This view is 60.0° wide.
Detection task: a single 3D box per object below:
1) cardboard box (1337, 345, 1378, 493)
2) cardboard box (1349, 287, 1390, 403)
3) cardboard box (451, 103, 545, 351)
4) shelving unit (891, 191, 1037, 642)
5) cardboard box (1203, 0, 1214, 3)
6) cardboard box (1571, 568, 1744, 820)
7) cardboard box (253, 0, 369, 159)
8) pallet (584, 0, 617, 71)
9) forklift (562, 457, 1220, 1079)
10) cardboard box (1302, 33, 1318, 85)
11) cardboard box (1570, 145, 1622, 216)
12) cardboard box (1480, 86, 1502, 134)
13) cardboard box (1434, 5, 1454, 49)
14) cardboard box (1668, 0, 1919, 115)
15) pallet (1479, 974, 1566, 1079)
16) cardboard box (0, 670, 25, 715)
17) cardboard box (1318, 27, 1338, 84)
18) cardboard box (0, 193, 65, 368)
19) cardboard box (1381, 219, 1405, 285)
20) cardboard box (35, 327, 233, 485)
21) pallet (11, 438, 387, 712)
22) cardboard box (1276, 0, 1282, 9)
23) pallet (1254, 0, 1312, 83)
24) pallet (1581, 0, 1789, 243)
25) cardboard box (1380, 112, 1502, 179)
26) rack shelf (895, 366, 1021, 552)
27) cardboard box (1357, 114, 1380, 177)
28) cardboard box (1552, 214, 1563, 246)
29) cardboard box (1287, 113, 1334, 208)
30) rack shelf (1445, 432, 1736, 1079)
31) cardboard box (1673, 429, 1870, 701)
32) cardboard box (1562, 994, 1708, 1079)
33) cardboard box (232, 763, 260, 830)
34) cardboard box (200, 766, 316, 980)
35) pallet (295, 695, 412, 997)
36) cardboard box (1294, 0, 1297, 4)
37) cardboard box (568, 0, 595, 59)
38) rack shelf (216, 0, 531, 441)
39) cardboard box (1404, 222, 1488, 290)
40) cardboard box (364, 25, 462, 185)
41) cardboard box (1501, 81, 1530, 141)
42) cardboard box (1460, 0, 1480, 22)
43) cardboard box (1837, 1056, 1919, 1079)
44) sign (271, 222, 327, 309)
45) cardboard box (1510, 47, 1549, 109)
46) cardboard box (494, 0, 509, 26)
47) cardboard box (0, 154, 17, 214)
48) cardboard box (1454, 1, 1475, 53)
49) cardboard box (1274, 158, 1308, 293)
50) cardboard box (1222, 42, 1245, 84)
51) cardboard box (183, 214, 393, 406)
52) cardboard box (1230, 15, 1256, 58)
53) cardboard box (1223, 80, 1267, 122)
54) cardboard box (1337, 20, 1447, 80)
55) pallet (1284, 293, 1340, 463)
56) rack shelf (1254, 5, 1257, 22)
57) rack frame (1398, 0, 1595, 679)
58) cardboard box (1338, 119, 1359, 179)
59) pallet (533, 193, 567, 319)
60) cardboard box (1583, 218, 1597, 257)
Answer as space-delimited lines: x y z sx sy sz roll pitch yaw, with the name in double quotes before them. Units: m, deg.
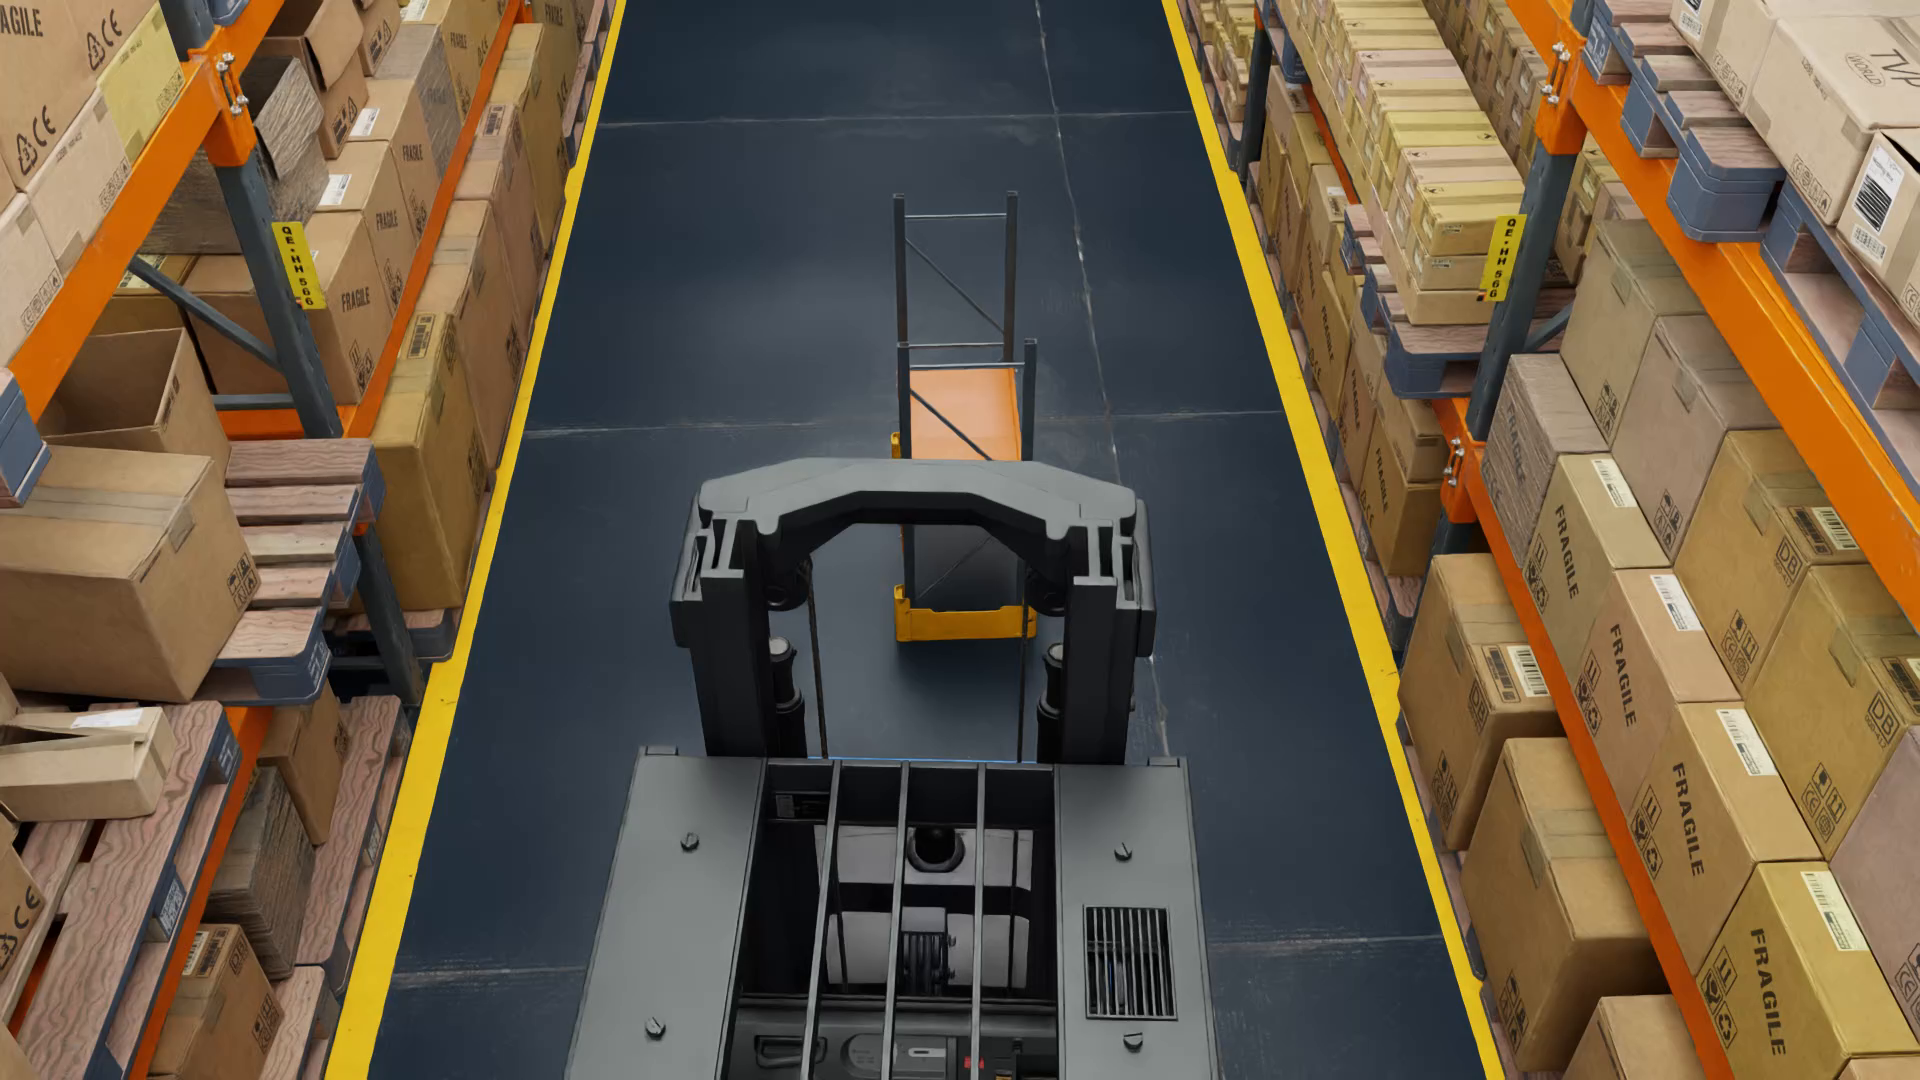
"cardboard box" 1.987 -0.554 7.323 0.500 0.500 0.500 0 43 0
"cardboard box" 1.971 -0.838 7.078 0.500 0.250 0.500 -1 43 -1
"cardboard box" -2.750 -1.496 8.074 1.225 0.875 0.875 -3 43 -3
"shelving unit" 0.003 -0.501 6.837 0.587 1.500 1.083 -2 43 -2
"cardboard box" 1.779 -3.469 10.763 0.380 0.149 0.250 -1 43 -1
"cardboard box" 2.089 0.425 4.643 0.500 0.500 0.500 -2 43 -2
"cardboard box" -2.706 -1.800 6.327 0.797 0.503 0.637 -1 43 -1
"pallet" -2.845 -3.473 11.032 1.003 0.211 1.213 -2 43 -2
"forklift" -0.103 1.378 3.727 1.130 2.935 3.031 1 43 1
"cardboard box" 1.742 -2.135 7.384 0.380 0.149 0.250 -2 43 -3
"cardboard box" 2.454 -1.313 6.048 0.380 0.149 0.250 -3 43 -3
"cardboard box" 2.418 -1.798 7.017 0.380 0.149 0.250 -1 43 -1
"cardboard box" 2.387 -2.333 7.600 0.380 0.149 0.250 -3 43 -4
"cardboard box" 2.105 -1.303 4.062 0.500 0.311 0.500 -2 43 -2
"pallet" 2.301 1.851 5.224 1.003 0.211 1.213 -2 43 -2
"cardboard box" -2.824 0.580 4.348 0.500 0.250 0.500 -3 43 -3
"cardboard box" 1.750 -2.070 7.093 0.380 0.149 0.250 -2 43 -3
"cardboard box" -2.347 -0.522 3.640 0.500 0.250 0.500 -1 43 -1
"cardboard box" 1.805 -1.083 6.236 0.380 0.149 0.250 -2 43 -2
"cardboard box" -2.603 -0.287 5.108 0.500 0.500 0.500 -6 43 -7
"pallet" -2.529 0.090 5.224 1.213 0.211 1.003 -2 43 -2
"cardboard box" 1.706 -2.661 7.958 0.380 0.149 0.250 -1 43 -1
"pallet" 2.011 -2.643 8.205 1.003 0.211 1.213 -2 43 -2
"pallet" 2.374 -1.136 4.339 1.213 0.211 1.003 0 43 0
"cardboard box" 1.796 -1.479 6.228 0.380 0.149 0.250 0 43 0
"rack shelf" 0.004 -0.363 6.952 0.538 0.185 1.000 -2 43 -2
"cardboard box" 1.781 -1.552 6.528 0.380 0.149 0.250 -2 43 -2
"cardboard box" 2.454 -1.266 6.437 0.380 0.149 0.250 0 43 0
"cardboard box" 1.917 -1.877 8.212 0.500 0.250 0.500 -1 43 -1
"rack shelf" 2.379 1.082 4.531 1.077 0.370 4.000 -2 43 -2
"cardboard box" 2.350 0.053 4.309 0.700 0.500 0.500 -2 43 -2
"cardboard box" 2.311 1.774 4.599 1.050 0.750 0.750 -2 43 -2
"cardboard box" -2.575 0.833 5.240 0.500 0.250 0.500 3 43 3
"cardboard box" -2.581 1.126 5.475 0.700 0.500 0.500 -5 43 -5
"pallet" -2.634 1.097 6.047 1.003 0.211 1.213 -2 43 -2
"cardboard box" 1.717 -2.601 7.673 0.380 0.149 0.250 -3 43 -4
"cardboard box" -2.822 -3.586 10.354 0.875 0.875 0.875 -2 43 -2
"rack shelf" -2.751 -1.544 7.397 1.077 0.370 4.000 -2 43 -2
"cardboard box" 1.818 -1.025 5.953 0.380 0.149 0.250 -1 43 -1
"cardboard box" -2.483 -1.863 7.138 0.500 0.500 0.500 -1 43 -2
"cardboard box" 2.425 -1.739 6.732 0.380 0.149 0.250 -2 43 -2
"cardboard box" 2.391 -2.370 7.200 0.380 0.149 0.250 -3 43 -4
"cardboard box" 2.153 1.445 3.530 0.500 0.500 0.500 -2 43 -2
"sign" -2.124 -0.879 5.340 0.100 0.325 0.005 -2 43 -2
"cardboard box" 2.424 -1.841 6.623 0.380 0.149 0.250 0 43 0
"cardboard box" -2.543 -2.888 8.257 0.500 0.500 0.500 -2 43 -2
"cardboard box" -2.357 -0.790 3.378 0.500 0.500 0.500 -1 43 -1
"cardboard box" 2.398 -2.253 7.292 0.380 0.149 0.250 -1 43 -2
"cardboard box" 1.915 -1.603 8.468 0.500 0.500 0.500 0 43 0
"cardboard box" 1.769 -2.833 9.849 0.380 0.149 0.250 -4 43 -4
"cardboard box" -2.415 -0.832 6.013 0.500 0.500 0.500 0 43 -1
"cardboard box" 1.798 -2.961 9.769 0.380 0.149 0.250 -1 43 -1
"cardboard box" 1.767 -2.592 9.807 0.380 0.149 0.250 -1 43 -1
"cardboard box" 1.763 -2.005 6.802 0.380 0.149 0.250 0 43 0
"pallet" 2.214 -0.854 8.176 1.003 0.211 1.213 -2 43 -2
"rack shelf" 2.039 -4.318 10.423 1.077 0.370 4.000 -2 43 -2
"rack frame" 2.294 -0.533 5.761 1.000 3.000 0.127 -2 43 -2
"cardboard box" 1.774 -1.606 6.807 0.380 0.149 0.250 -3 43 -4
"pallet" -2.728 -1.613 9.003 1.003 0.211 1.213 -2 43 -2
"cardboard box" 2.474 -1.037 5.966 0.380 0.149 0.250 0 43 0
